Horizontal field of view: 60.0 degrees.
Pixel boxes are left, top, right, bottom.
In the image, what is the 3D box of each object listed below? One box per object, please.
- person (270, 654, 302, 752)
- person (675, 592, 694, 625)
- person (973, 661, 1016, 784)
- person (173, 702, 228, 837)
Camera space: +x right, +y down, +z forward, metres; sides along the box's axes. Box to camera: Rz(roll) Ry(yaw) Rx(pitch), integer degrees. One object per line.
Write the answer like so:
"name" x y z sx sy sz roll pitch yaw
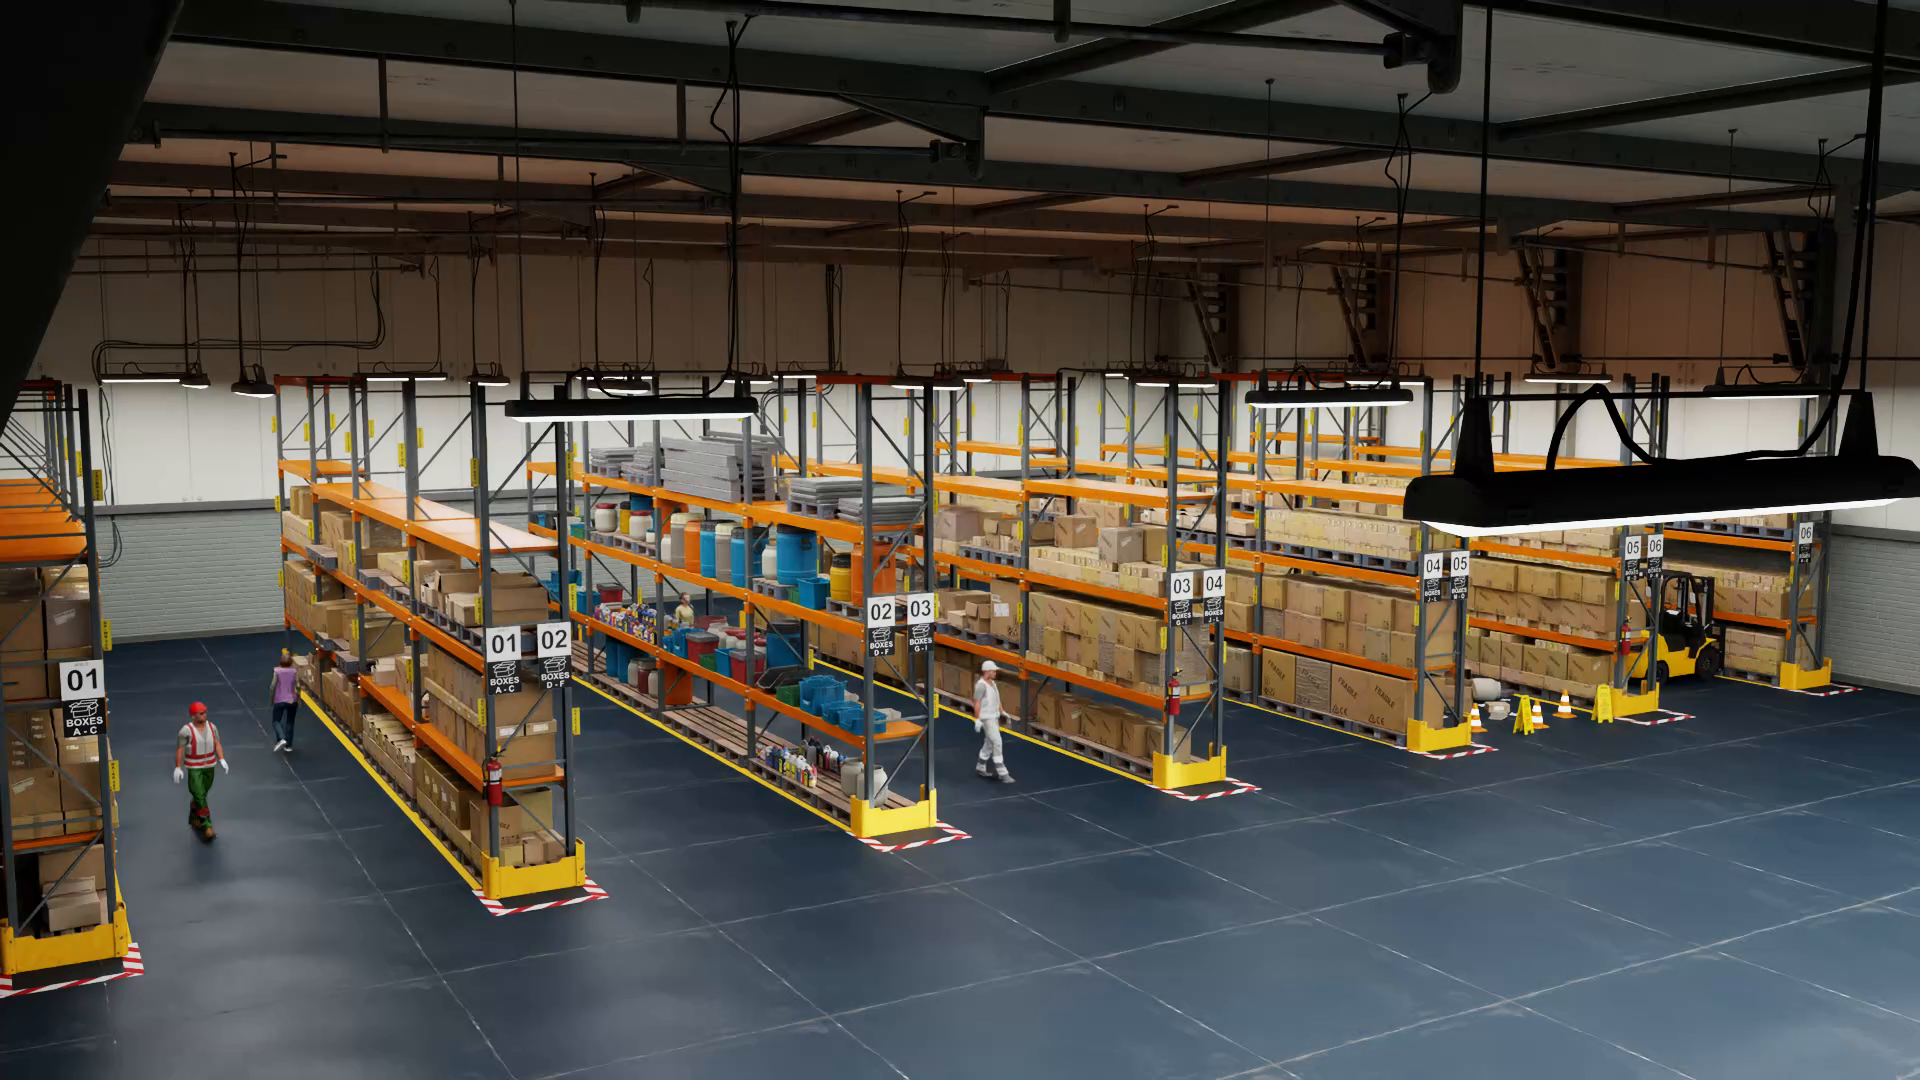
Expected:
"person" -10.807 2.637 26.687 0.479 1.576 0.609 -3 7 -27
"person" -5.506 1.854 33.413 0.462 1.603 1.060 -3 7 -26
"person" 0.551 2.718 25.011 0.756 1.790 0.559 3 7 24
"person" -10.068 3.018 22.091 0.995 1.733 0.640 5 8 38
